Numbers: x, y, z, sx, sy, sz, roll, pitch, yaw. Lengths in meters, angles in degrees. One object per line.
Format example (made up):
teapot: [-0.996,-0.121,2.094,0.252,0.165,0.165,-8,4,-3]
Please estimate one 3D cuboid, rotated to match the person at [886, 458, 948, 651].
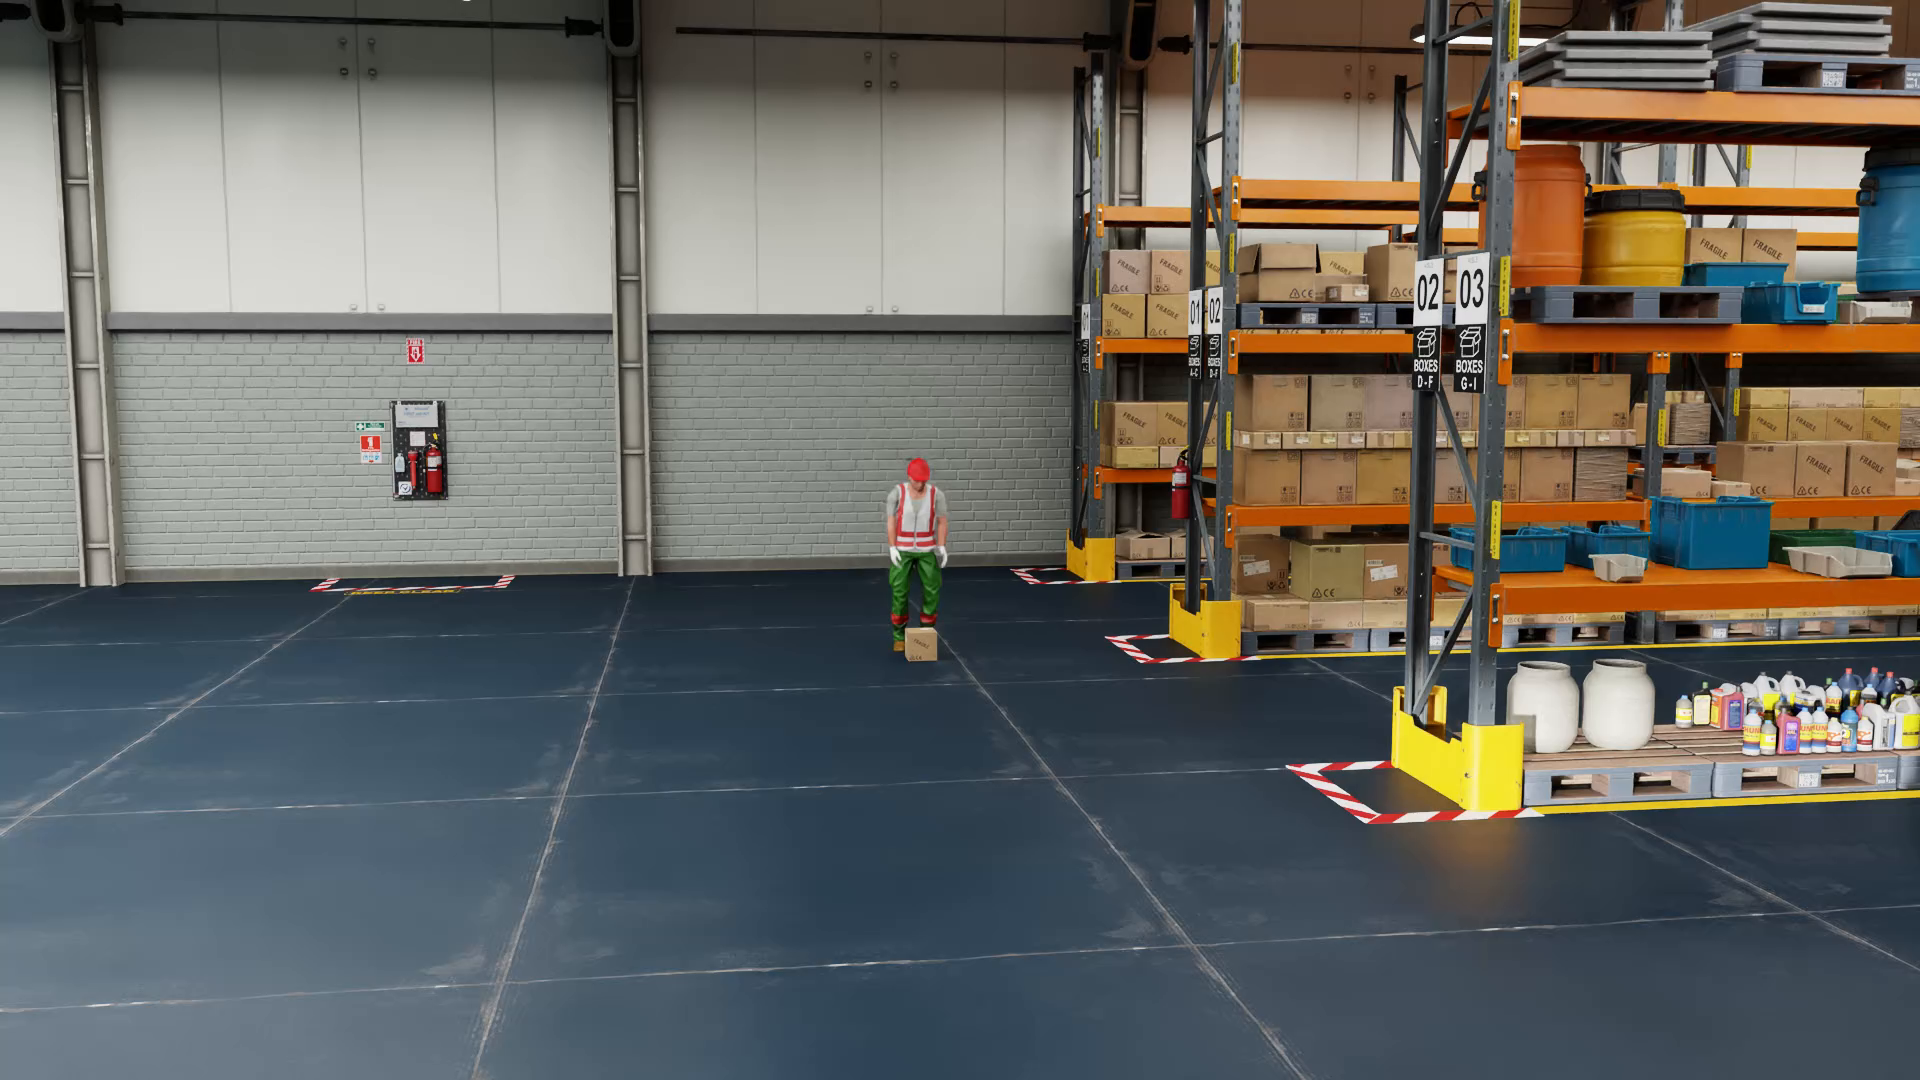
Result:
person: [-0.377,0.125,14.795,0.547,1.725,0.477,-1,6,-7]
